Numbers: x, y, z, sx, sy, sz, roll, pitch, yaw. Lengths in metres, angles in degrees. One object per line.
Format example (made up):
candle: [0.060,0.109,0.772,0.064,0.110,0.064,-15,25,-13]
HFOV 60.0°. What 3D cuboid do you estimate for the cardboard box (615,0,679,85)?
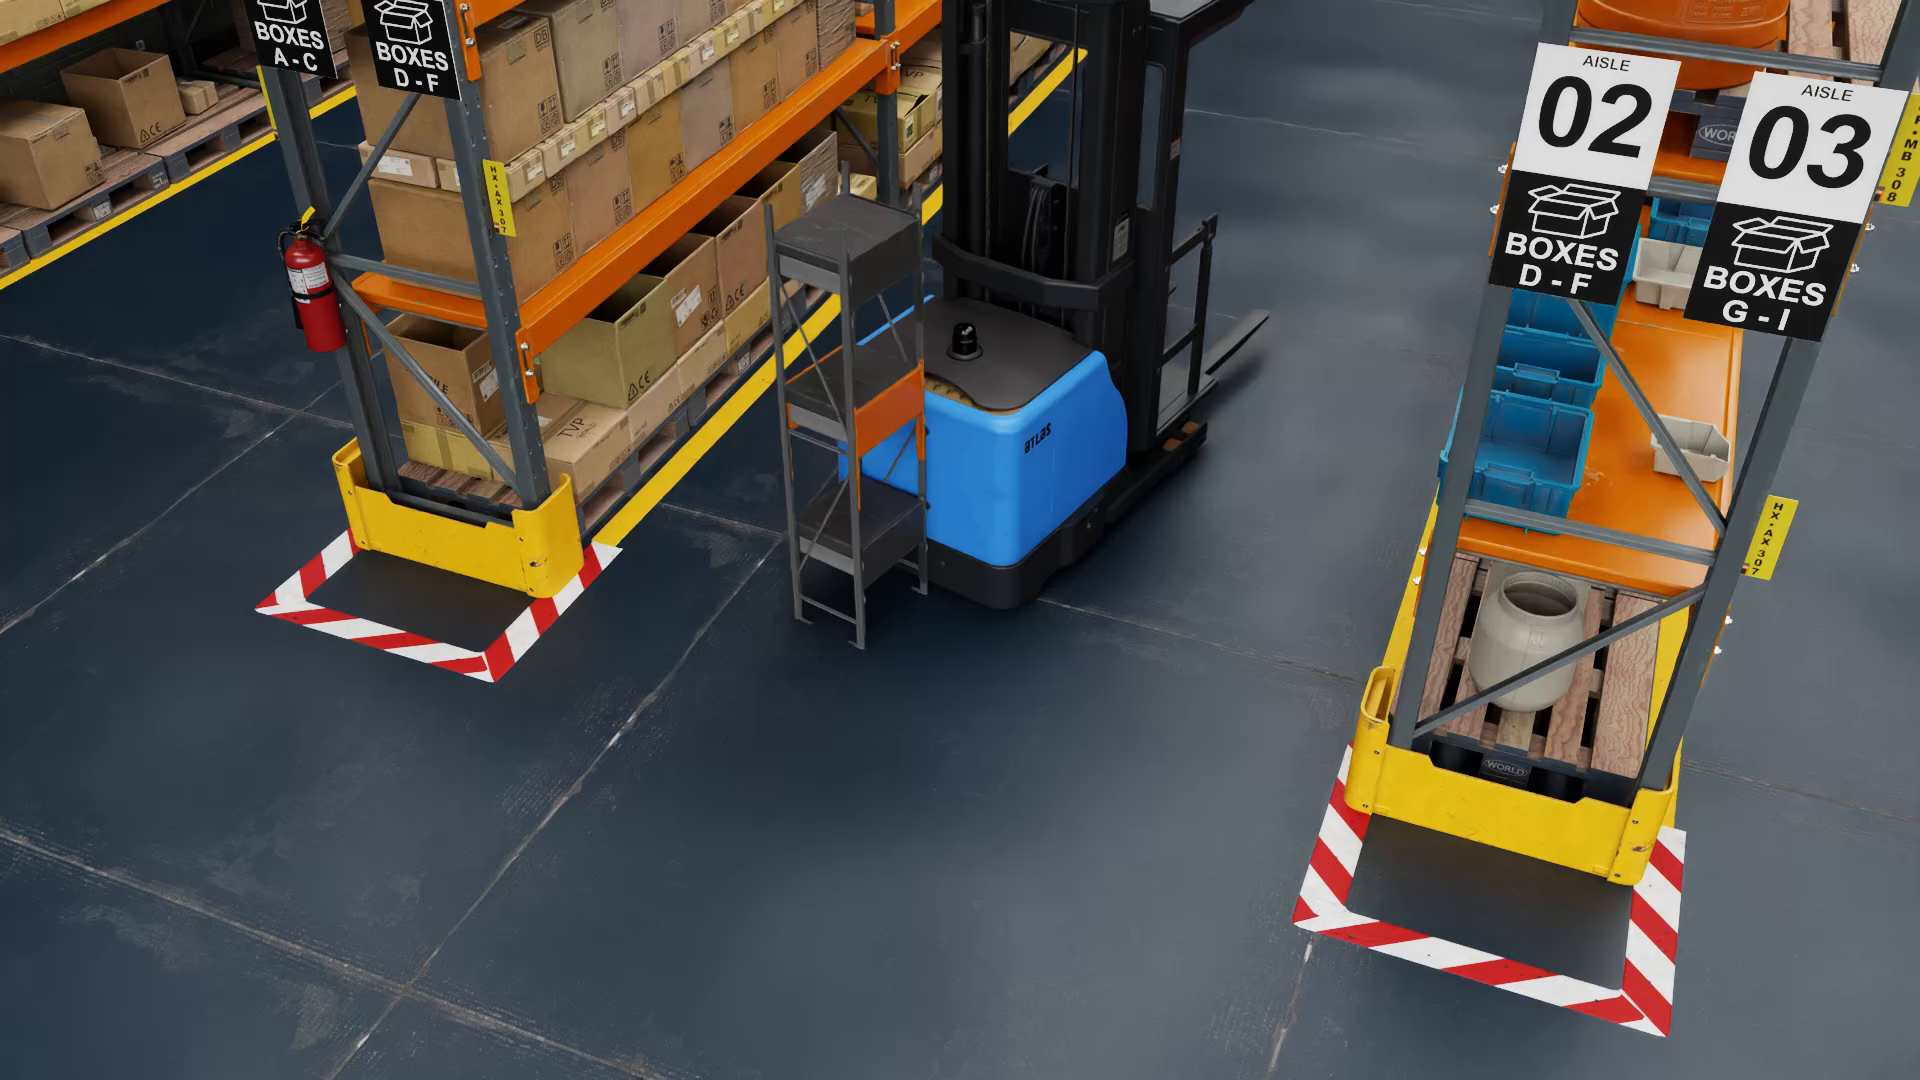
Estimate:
cardboard box: [-1.808,-2.570,8.016,0.700,0.500,0.500,14,39,18]

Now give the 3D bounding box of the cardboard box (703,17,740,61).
cardboard box: [-1.370,-2.619,8.623,0.380,0.149,0.250,15,39,19]

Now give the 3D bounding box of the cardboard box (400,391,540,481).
cardboard box: [-2.473,-0.585,8.473,0.500,0.250,0.500,14,39,18]

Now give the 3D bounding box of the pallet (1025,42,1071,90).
pallet: [0.291,-4.020,13.452,1.003,0.211,1.213,14,39,18]

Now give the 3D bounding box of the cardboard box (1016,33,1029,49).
cardboard box: [0.282,-3.961,12.521,0.500,0.311,0.500,14,39,17]

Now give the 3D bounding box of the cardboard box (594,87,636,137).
cardboard box: [-1.763,-2.046,7.857,0.380,0.149,0.250,13,39,17]

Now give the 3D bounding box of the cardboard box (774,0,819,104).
cardboard box: [-1.239,-2.868,9.498,0.700,0.500,0.500,13,39,17]

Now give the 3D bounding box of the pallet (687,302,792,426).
pallet: [-1.686,-1.143,9.603,1.003,0.211,1.213,14,39,18]

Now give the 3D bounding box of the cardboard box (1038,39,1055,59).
cardboard box: [0.473,-4.017,13.065,0.500,0.250,0.500,13,39,17]

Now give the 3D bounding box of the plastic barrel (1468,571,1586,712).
plastic barrel: [2.355,0.423,6.906,0.421,0.512,0.421,0,37,0]

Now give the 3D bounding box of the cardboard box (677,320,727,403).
cardboard box: [-1.616,-1.022,9.057,0.500,0.250,0.500,14,39,18]

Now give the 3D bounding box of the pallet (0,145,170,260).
pallet: [-6.150,-2.321,11.178,1.003,0.211,1.213,14,39,18]

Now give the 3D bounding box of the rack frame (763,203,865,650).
rack frame: [-0.601,-0.409,7.043,0.400,2.100,0.015,23,42,27]

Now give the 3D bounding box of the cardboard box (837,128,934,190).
cardboard box: [-0.499,-2.603,11.172,0.500,0.250,0.500,13,39,17]

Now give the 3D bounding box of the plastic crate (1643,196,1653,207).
plastic crate: [3.381,-1.953,8.409,0.767,0.338,0.504,14,39,18]

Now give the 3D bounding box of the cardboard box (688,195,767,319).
cardboard box: [-1.421,-1.598,9.201,0.500,0.500,0.500,14,39,18]

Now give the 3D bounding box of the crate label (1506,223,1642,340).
crate label: [2.626,-1.119,7.212,0.502,0.435,0.616,14,39,18]

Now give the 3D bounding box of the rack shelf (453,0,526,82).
rack shelf: [-1.643,-3.175,8.087,1.077,0.370,4.000,14,39,18]

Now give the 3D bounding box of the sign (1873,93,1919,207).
sign: [2.683,-1.101,4.705,0.100,0.325,0.005,14,39,18]

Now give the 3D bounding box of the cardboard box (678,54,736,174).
cardboard box: [-1.628,-2.308,8.748,0.700,0.500,0.500,15,39,19]

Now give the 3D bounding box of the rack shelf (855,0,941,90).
rack shelf: [-0.121,-4.188,11.948,1.077,0.370,4.000,14,39,18]

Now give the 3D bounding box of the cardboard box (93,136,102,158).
cardboard box: [-6.091,-2.649,11.302,0.380,0.149,0.250,11,38,14]

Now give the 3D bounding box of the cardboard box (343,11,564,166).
cardboard box: [-2.194,-1.999,7.251,0.700,0.500,0.500,14,39,18]

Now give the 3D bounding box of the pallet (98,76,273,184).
pallet: [-5.687,-2.998,12.085,1.003,0.211,1.213,14,39,18]

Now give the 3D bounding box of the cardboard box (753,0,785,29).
cardboard box: [-1.176,-2.906,9.008,0.380,0.149,0.250,14,39,18]

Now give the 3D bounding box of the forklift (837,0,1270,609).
forklift: [0.659,-1.693,8.067,1.130,2.935,3.031,23,42,27]

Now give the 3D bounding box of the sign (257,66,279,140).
sign: [-2.900,-1.844,7.047,0.100,0.325,0.005,14,39,18]

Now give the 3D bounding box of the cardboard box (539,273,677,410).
cardboard box: [-1.805,-1.045,8.462,0.500,0.500,0.500,14,39,18]

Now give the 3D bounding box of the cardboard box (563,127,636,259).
cardboard box: [-2.019,-1.742,7.991,0.700,0.500,0.500,15,39,19]

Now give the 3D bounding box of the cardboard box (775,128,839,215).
cardboard box: [-1.057,-2.155,9.948,0.500,0.500,0.500,14,39,18]

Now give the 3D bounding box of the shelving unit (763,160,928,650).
shelving unit: [-0.461,-0.529,7.203,0.431,2.100,0.503,23,42,27]

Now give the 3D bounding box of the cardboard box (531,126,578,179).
cardboard box: [-1.957,-1.769,7.486,0.380,0.149,0.250,13,39,17]

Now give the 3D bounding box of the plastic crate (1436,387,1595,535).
plastic crate: [2.089,-0.309,6.283,0.499,0.251,0.616,14,39,18]

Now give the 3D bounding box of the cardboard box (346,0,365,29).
cardboard box: [-5.049,-4.379,13.324,0.700,0.500,0.500,13,39,17]

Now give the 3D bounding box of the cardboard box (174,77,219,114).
cardboard box: [-5.640,-3.234,12.070,0.380,0.166,0.250,9,38,12]

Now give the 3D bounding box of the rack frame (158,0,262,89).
rack frame: [-5.464,-4.495,11.759,1.000,3.000,0.127,14,39,18]

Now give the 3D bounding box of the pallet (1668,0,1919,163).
pallet: [2.581,-1.585,5.518,1.003,0.211,1.213,14,39,18]

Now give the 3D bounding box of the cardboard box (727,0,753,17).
cardboard box: [-1.427,-3.124,8.757,0.700,0.500,0.500,14,39,18]

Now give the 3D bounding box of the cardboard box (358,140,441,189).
cardboard box: [-2.435,-1.709,7.406,0.380,0.149,0.250,13,39,17]

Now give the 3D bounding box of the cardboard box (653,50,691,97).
cardboard box: [-1.567,-2.336,8.244,0.380,0.149,0.250,13,39,17]

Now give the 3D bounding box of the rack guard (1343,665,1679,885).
rack guard: [2.161,0.925,6.595,1.175,0.500,0.348,14,39,18]

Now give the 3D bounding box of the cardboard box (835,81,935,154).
cardboard box: [-0.494,-2.832,11.011,0.500,0.311,0.500,14,39,18]

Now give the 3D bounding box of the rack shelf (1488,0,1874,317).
rack shelf: [2.937,-2.044,6.575,1.077,0.370,4.000,14,39,18]

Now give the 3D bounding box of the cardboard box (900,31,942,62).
cardboard box: [-0.103,-3.395,11.764,0.500,0.311,0.500,13,39,16]

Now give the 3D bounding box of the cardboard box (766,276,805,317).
cardboard box: [-1.232,-1.574,9.797,0.500,0.250,0.500,14,39,18]

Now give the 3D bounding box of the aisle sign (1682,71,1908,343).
aisle sign: [2.419,-0.958,4.855,0.394,0.787,0.004,14,39,18]

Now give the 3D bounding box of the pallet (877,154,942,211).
pallet: [-0.637,-2.669,11.644,1.003,0.211,1.213,14,39,18]

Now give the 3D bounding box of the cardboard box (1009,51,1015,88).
cardboard box: [0.086,-3.454,12.312,0.500,0.250,0.500,15,39,19]

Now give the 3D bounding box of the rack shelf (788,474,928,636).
rack shelf: [-0.461,0.043,7.631,0.431,0.518,0.480,23,42,27]

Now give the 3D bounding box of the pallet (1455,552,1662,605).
pallet: [2.941,-0.081,8.182,1.003,0.211,1.213,14,39,18]

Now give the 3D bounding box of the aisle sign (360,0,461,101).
aisle sign: [-2.145,-2.089,6.368,0.394,0.787,0.004,14,39,18]

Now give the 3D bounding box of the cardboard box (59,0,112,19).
cardboard box: [-5.738,-3.556,10.610,0.500,0.250,0.500,14,39,17]

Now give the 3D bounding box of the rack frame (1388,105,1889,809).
rack frame: [2.176,-0.024,5.776,1.000,3.000,0.127,14,39,18]

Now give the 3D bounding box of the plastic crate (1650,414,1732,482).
plastic crate: [2.814,-0.340,6.420,0.298,0.136,0.250,14,39,18]

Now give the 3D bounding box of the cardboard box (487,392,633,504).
cardboard box: [-1.994,-0.467,8.316,0.500,0.250,0.500,14,39,18]
